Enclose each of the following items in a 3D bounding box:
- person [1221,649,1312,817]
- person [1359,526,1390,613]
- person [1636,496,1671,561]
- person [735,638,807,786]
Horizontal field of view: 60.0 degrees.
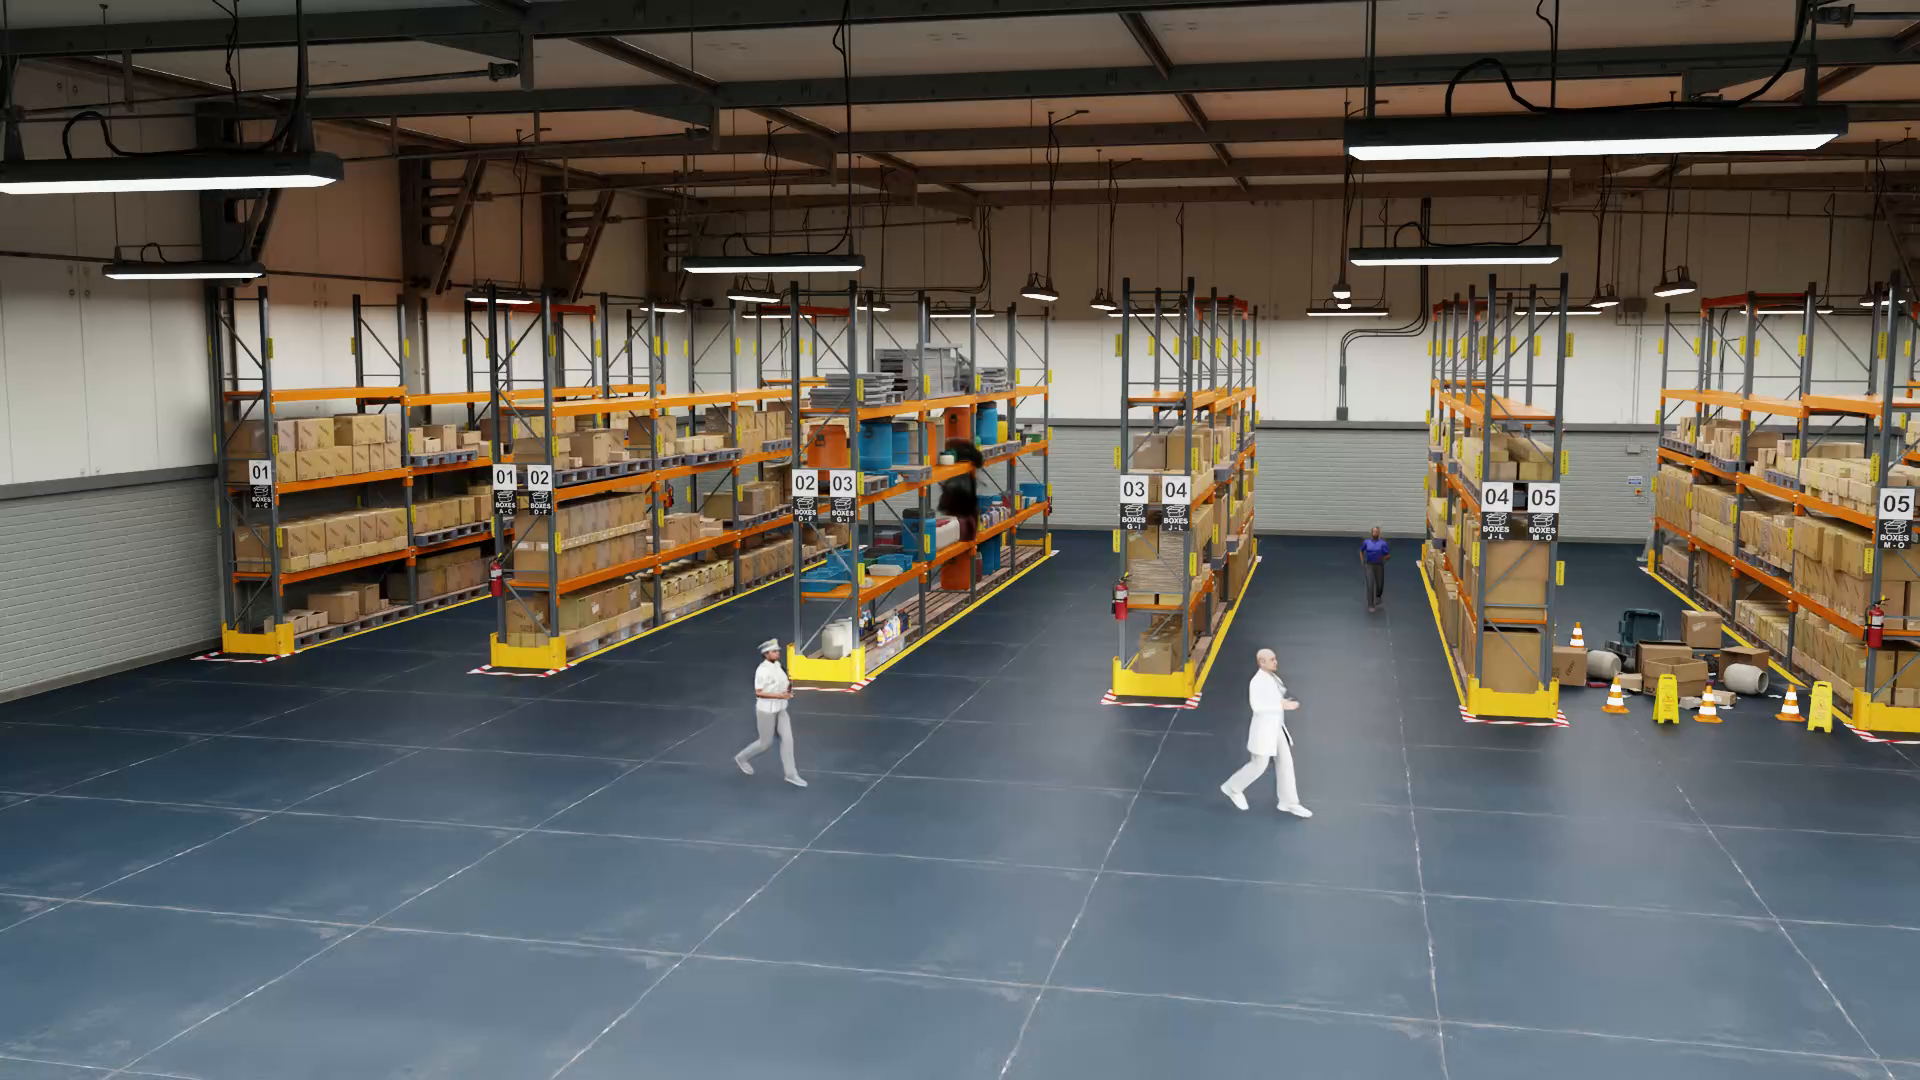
[{"bbox_3d":[3.291,2.042,17.802,1.001,1.770,0.710,4,8,34],"label":"person"},{"bbox_3d":[7.908,0.554,31.771,0.588,1.611,0.781,2,7,14],"label":"person"},{"bbox_3d":[16.193,-0.284,38.561,0.917,1.641,0.664,3,7,27],"label":"person"},{"bbox_3d":[-2.178,1.963,19.109,0.920,1.699,0.581,3,7,27],"label":"person"}]
